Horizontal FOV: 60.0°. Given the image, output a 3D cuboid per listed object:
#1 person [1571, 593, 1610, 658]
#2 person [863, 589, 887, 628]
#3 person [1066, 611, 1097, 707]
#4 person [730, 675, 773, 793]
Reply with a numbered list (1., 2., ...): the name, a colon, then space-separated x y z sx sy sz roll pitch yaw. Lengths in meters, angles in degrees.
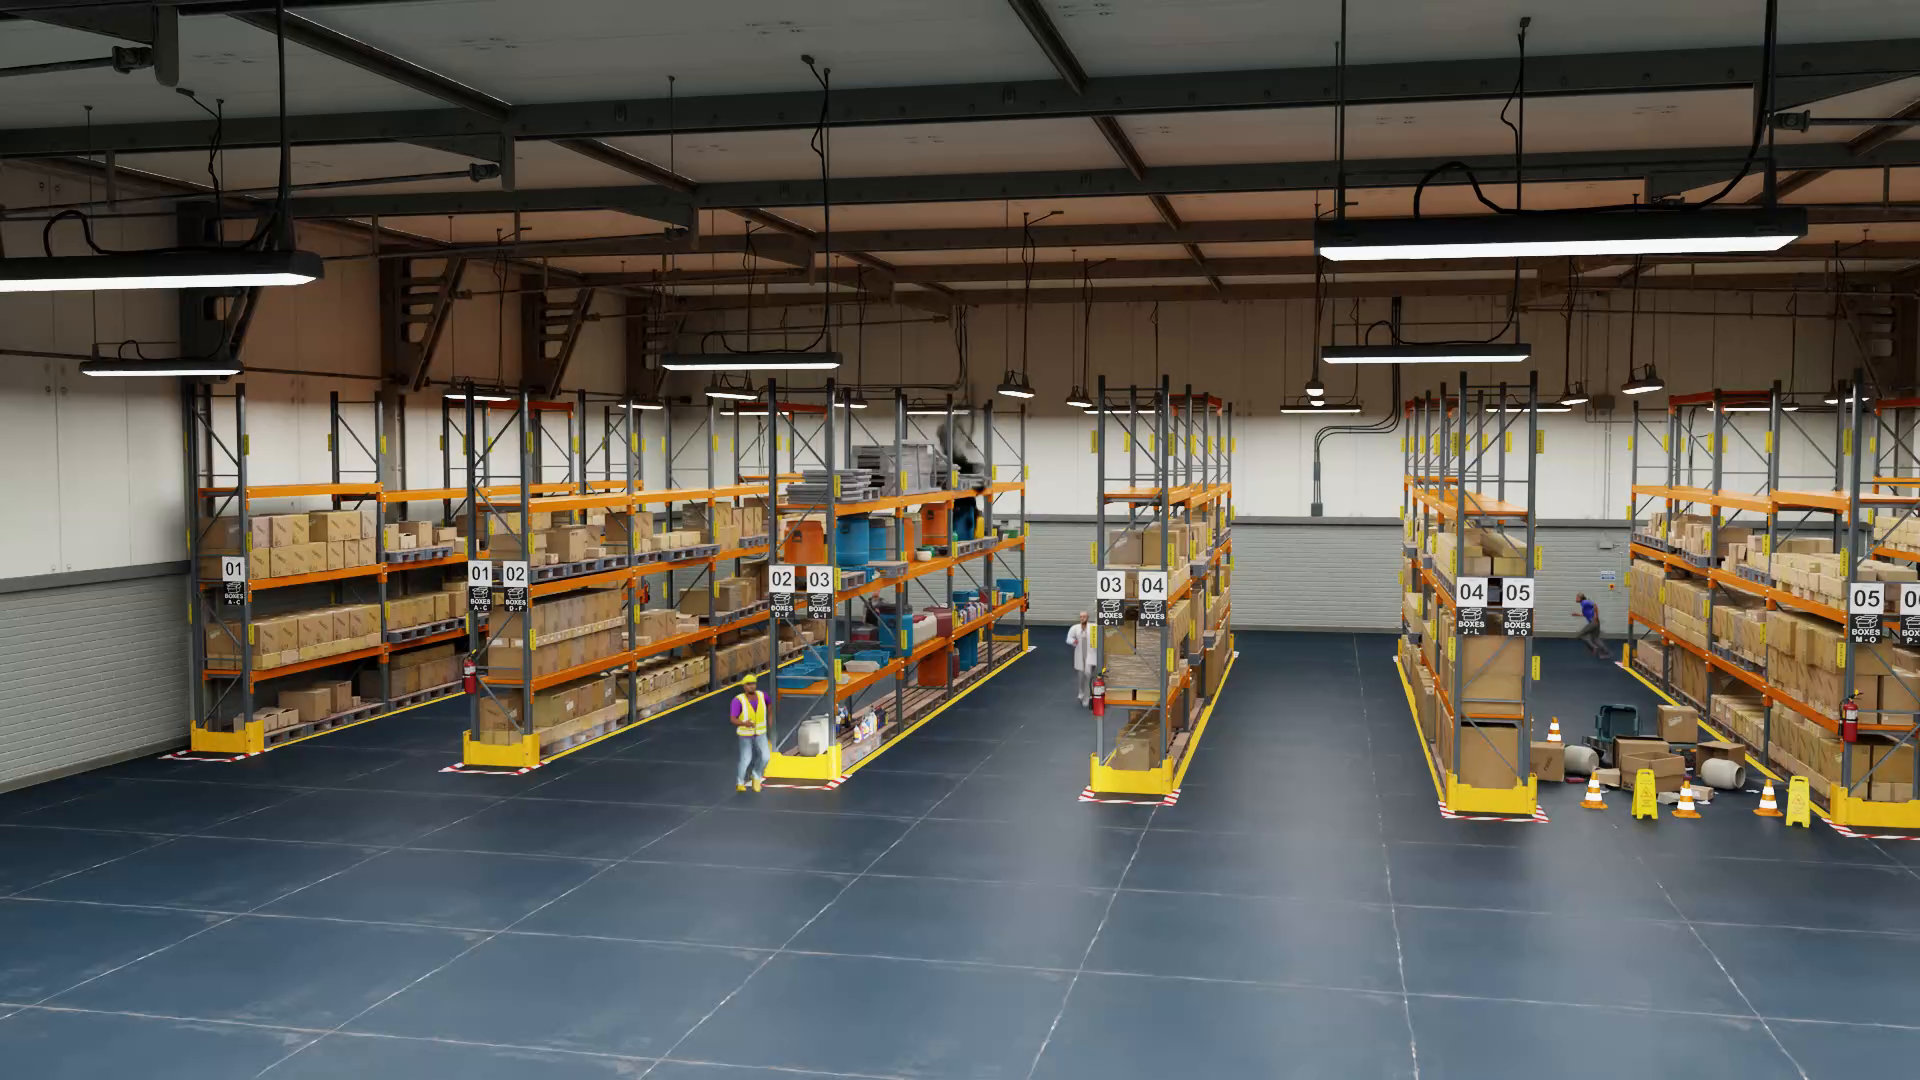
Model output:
1. person: 14.764 2.008 38.928 0.901 1.509 0.605 1 3 20
2. person: -1.935 1.945 38.060 0.644 1.738 0.921 0 3 4
3. person: 2.441 2.287 32.111 0.733 1.840 0.983 1 3 16
4. person: -2.939 2.760 23.673 0.715 1.713 0.827 -1 4 -24
